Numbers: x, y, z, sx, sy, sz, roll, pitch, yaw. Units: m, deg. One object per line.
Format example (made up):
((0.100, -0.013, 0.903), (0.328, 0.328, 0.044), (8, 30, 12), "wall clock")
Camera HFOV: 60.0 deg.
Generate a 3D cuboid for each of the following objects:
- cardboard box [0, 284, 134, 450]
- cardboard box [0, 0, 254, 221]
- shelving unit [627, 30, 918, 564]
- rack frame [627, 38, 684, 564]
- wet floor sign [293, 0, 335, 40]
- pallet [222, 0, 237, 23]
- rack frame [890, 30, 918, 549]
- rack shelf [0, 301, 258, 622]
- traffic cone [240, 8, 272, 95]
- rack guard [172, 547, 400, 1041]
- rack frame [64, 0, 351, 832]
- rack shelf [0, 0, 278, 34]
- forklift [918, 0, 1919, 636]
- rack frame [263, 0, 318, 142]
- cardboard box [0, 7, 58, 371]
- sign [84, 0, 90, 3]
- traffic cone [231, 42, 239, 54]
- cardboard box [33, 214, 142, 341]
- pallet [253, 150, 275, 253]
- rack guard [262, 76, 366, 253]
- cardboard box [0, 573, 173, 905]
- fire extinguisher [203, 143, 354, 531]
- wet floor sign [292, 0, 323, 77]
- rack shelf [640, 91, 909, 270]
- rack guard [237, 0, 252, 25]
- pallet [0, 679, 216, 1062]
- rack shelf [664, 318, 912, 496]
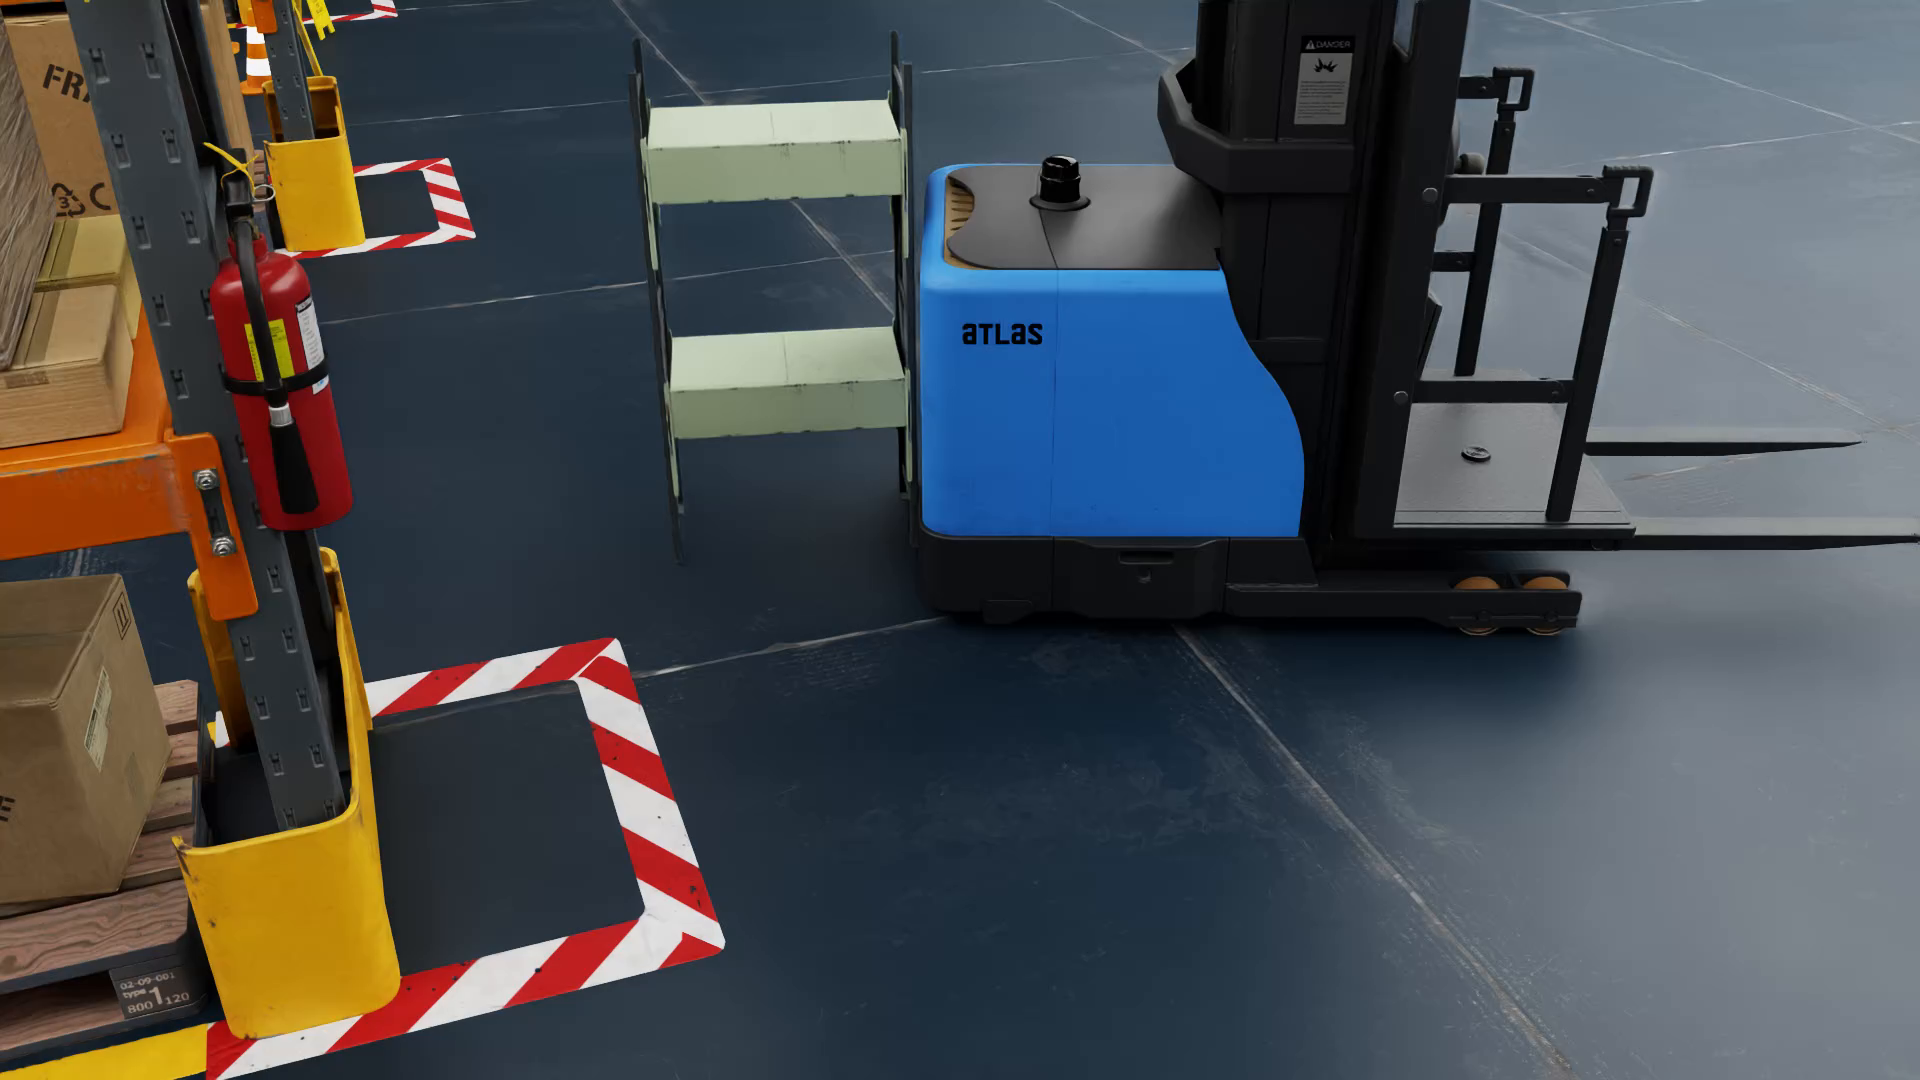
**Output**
((-1.671, -0.320, 3.035), (0.250, 0.149, 0.380), (-10, 31, -18), "cardboard box")
((-3.723, -2.004, 7.460), (0.875, 0.875, 0.875), (-10, 31, -17), "cardboard box")
((-0.529, -0.699, 4.962), (0.755, 1.500, 0.431), (-4, 30, -7), "shelving unit")
((-0.892, -0.675, 4.920), (0.023, 1.500, 0.400), (-4, 30, -7), "rack frame")
((-4.380, -3.685, 11.066), (0.232, 0.644, 0.267), (0, 30, 0), "wet floor sign")
((-5.776, -3.823, 11.747), (1.213, 0.211, 1.003), (-10, 31, -18), "pallet")
((-0.166, -0.723, 5.005), (0.023, 1.500, 0.400), (-4, 30, -7), "rack frame")
((-3.350, 0.084, 2.799), (4.000, 0.370, 1.077), (-10, 31, -18), "rack shelf")
((-4.179, -2.940, 9.944), (0.334, 0.463, 0.336), (-10, 31, -18), "traffic cone")
((-1.547, 0.525, 3.823), (0.348, 0.500, 1.175), (-10, 31, -18), "rack guard")
((-1.476, -0.574, 3.227), (0.127, 3.000, 1.000), (-10, 31, -18), "rack frame")
((-4.985, -2.235, 6.869), (4.000, 0.370, 1.077), (-10, 31, -18), "rack shelf")
((1.397, -1.264, 4.508), (3.031, 2.935, 1.130), (0, 30, 0), "forklift")
((-3.110, -2.893, 7.297), (0.127, 3.000, 1.000), (-10, 31, -18), "rack frame")
((-2.001, -0.664, 2.984), (0.500, 0.500, 0.875), (-10, 31, -18), "cardboard box")
((-1.301, -0.953, 2.404), (0.005, 0.325, 0.100), (-10, 31, -18), "sign")
((-4.884, -3.397, 10.745), (0.334, 0.463, 0.336), (-10, 31, -18), "traffic cone")
((-1.826, -0.526, 3.397), (0.250, 0.149, 0.380), (-10, 31, -18), "cardboard box")
((-3.832, -1.507, 7.681), (1.213, 0.211, 1.003), (-10, 31, -18), "pallet")
((-3.088, -1.811, 7.923), (0.348, 0.500, 1.175), (-10, 31, -18), "rack guard")
((-2.067, 0.430, 3.566), (0.500, 0.500, 0.500), (-5, 30, -8), "cardboard box")
((-1.208, -0.346, 2.906), (0.183, 0.674, 0.296), (-10, 31, -18), "fire extinguisher")
((-3.774, -2.793, 9.501), (0.232, 0.644, 0.267), (-16, 33, -26), "wet floor sign")
((-0.529, -1.038, 4.769), (0.720, 0.370, 0.431), (-4, 30, -7), "rack shelf")
((-5.002, -4.072, 11.893), (0.348, 0.500, 1.175), (-10, 31, -18), "rack guard")
((-2.320, 0.775, 3.677), (1.213, 0.211, 1.003), (-10, 31, -18), "pallet")
((-0.529, -0.416, 5.124), (0.720, 0.370, 0.431), (-4, 30, -7), "rack shelf")
